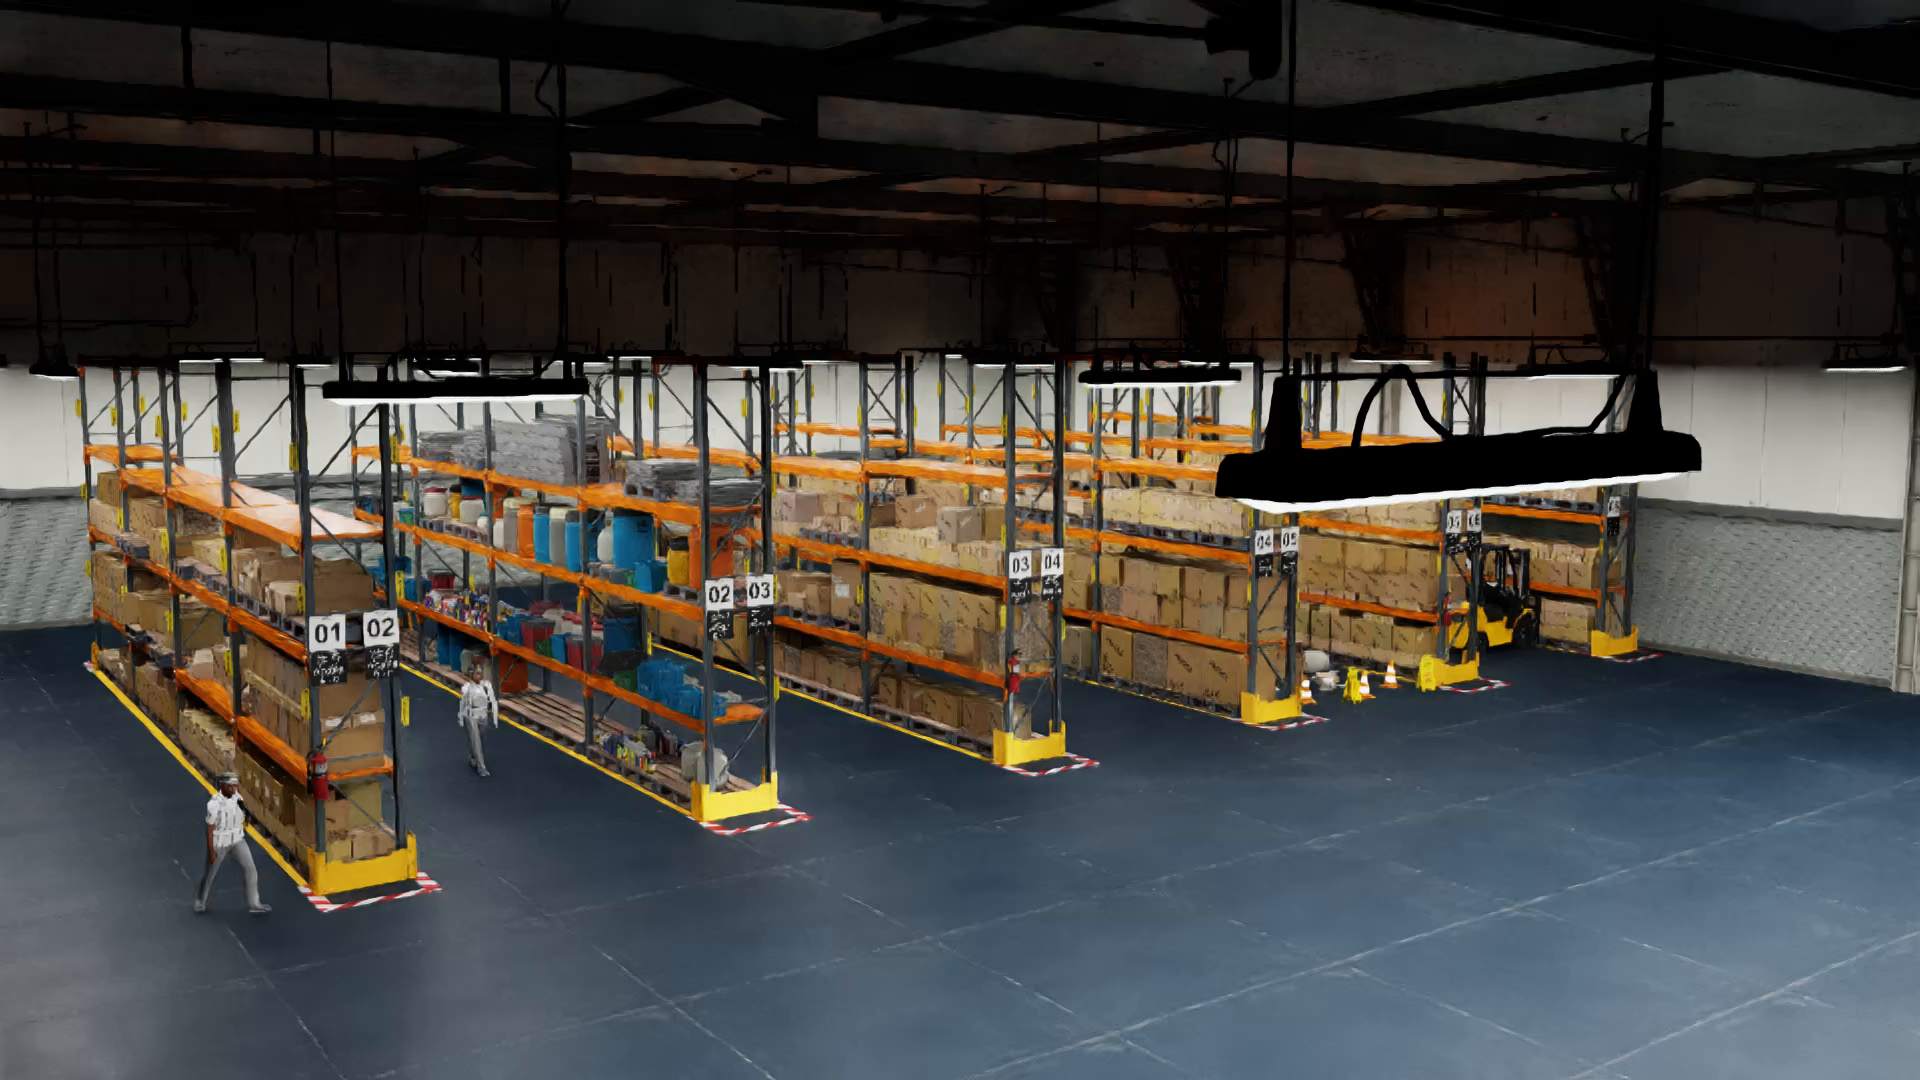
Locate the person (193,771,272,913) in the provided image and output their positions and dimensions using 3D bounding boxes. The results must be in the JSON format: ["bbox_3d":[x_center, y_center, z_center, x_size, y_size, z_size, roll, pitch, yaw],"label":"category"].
[{"bbox_3d":[-8.081,3.322,18.310,0.942,1.608,0.489,4,8,33],"label":"person"}]

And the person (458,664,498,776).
[{"bbox_3d":[-7.020,2.579,24.279,0.502,1.624,0.997,-5,9,-36],"label":"person"}]
